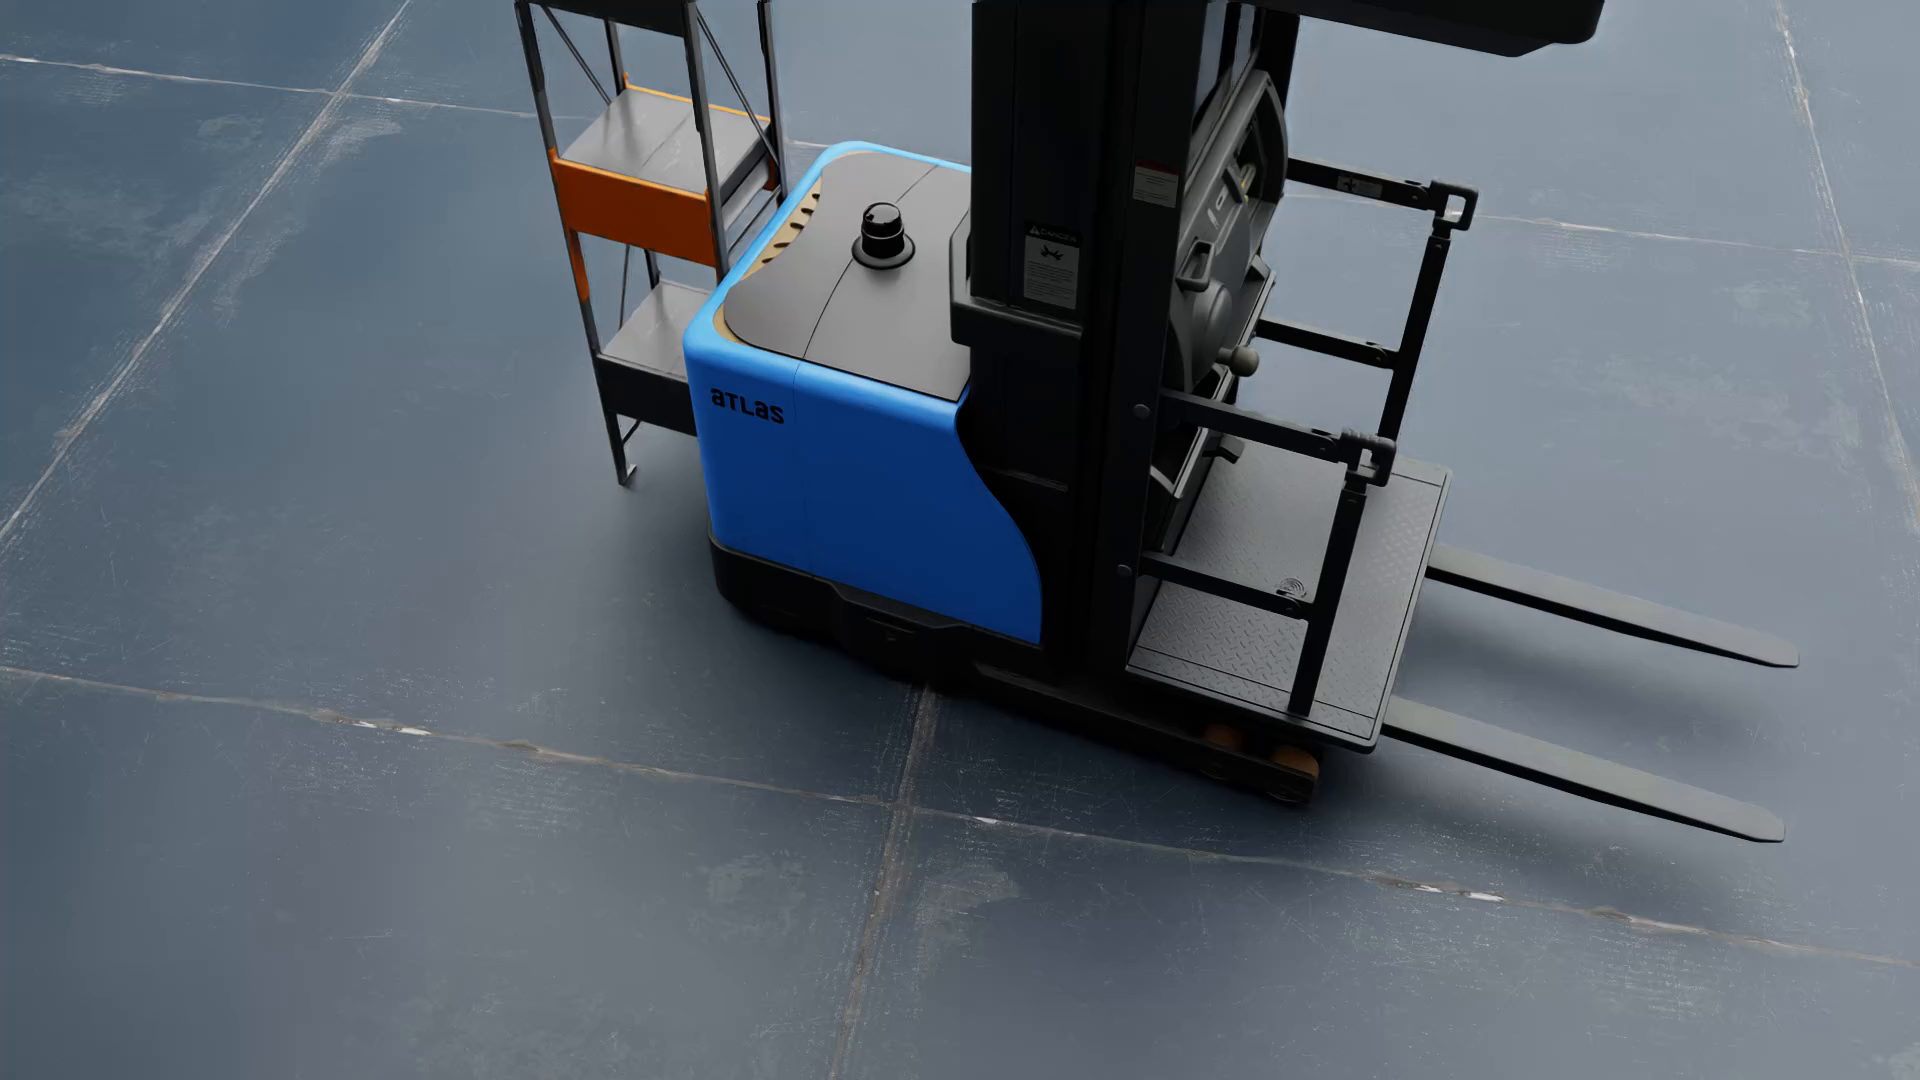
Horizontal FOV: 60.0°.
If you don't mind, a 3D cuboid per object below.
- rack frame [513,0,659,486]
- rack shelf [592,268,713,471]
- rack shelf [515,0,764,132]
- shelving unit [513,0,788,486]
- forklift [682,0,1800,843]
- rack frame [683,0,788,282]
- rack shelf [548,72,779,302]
[{"bbox_3d":[-1.028,-1.018,4.753,0.015,2.100,0.400,17,50,14],"label":"rack frame"},{"bbox_3d":[-0.802,-0.473,5.223,0.480,0.518,0.431,17,50,14],"label":"rack shelf"},{"bbox_3d":[-0.802,-1.409,4.182,0.480,0.518,0.431,17,50,14],"label":"rack shelf"},{"bbox_3d":[-0.802,-0.950,4.692,0.503,2.100,0.431,17,50,14],"label":"shelving unit"},{"bbox_3d":[0.830,-0.709,3.917,3.031,2.935,1.130,17,50,14],"label":"forklift"},{"bbox_3d":[-0.575,-0.882,4.631,0.015,2.100,0.400,17,50,14],"label":"rack frame"},{"bbox_3d":[-0.802,-0.941,4.702,0.480,0.518,0.431,17,50,14],"label":"rack shelf"}]
